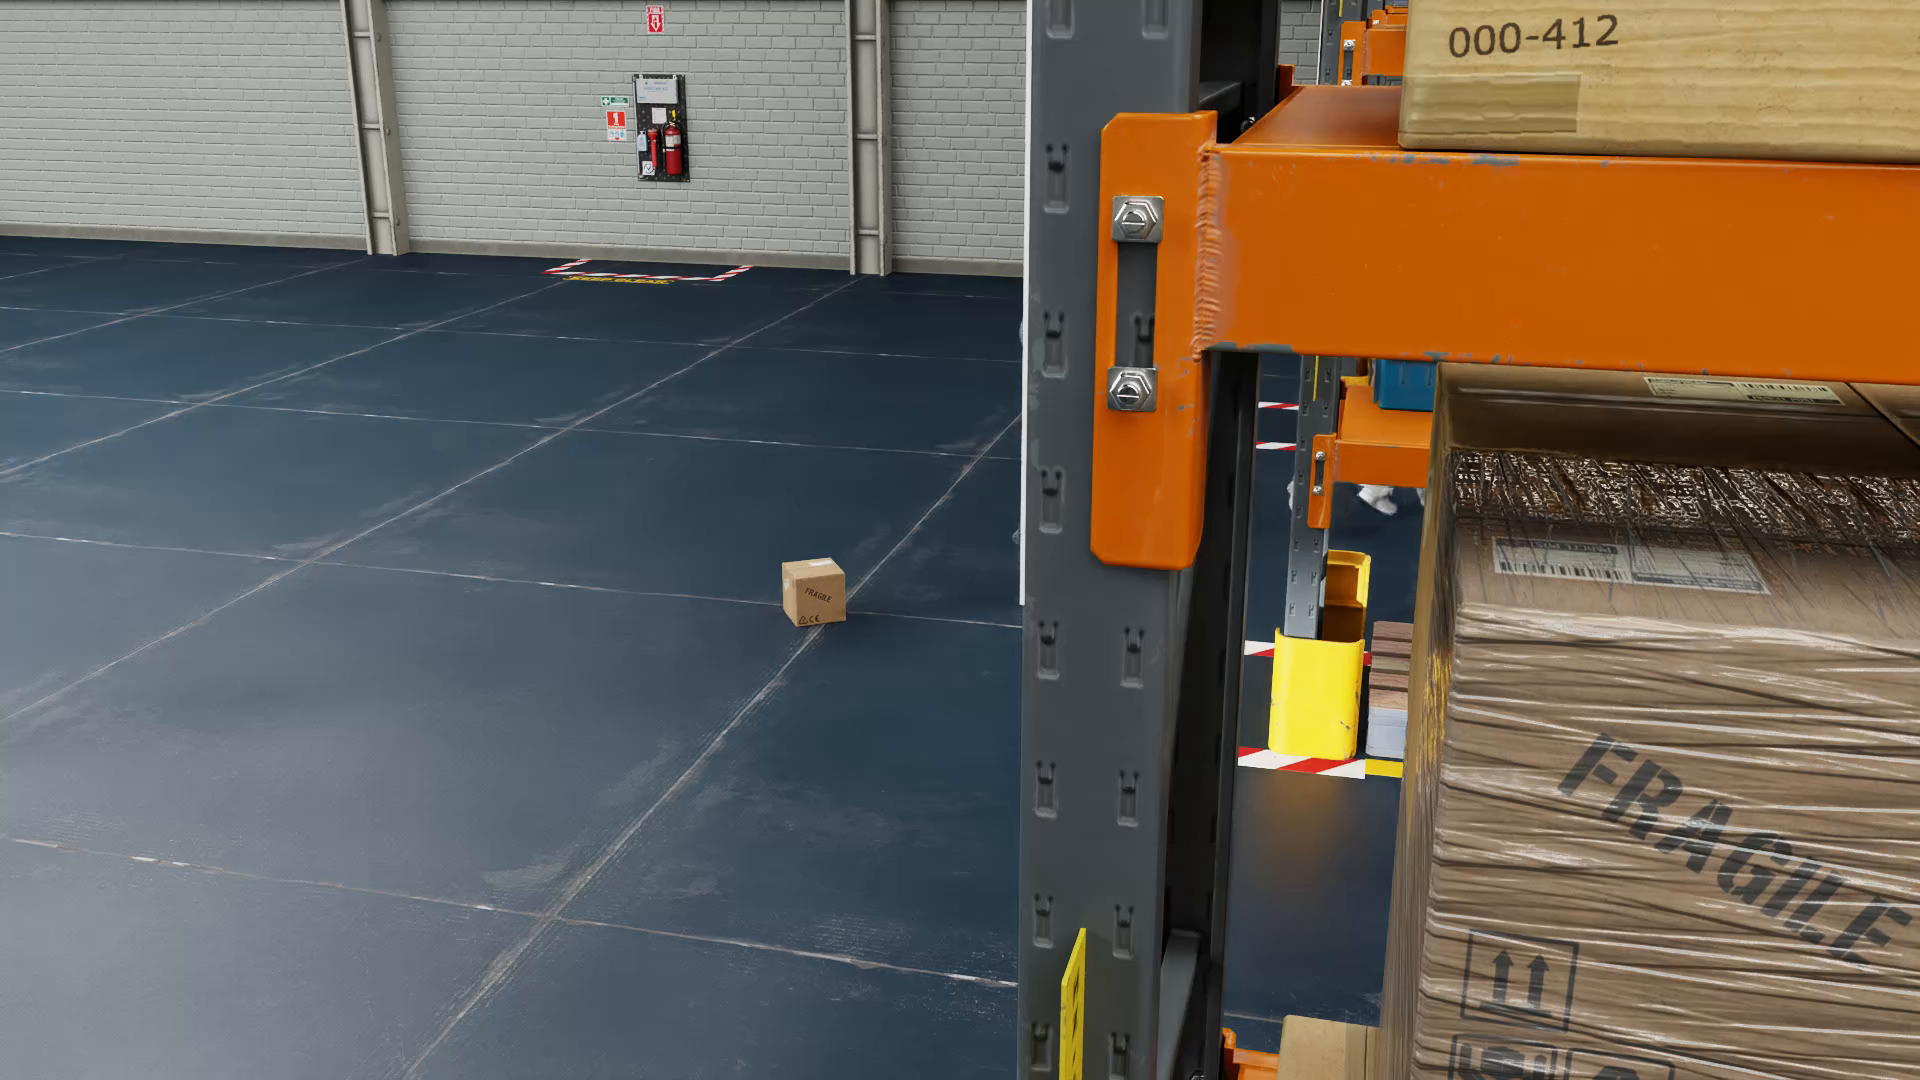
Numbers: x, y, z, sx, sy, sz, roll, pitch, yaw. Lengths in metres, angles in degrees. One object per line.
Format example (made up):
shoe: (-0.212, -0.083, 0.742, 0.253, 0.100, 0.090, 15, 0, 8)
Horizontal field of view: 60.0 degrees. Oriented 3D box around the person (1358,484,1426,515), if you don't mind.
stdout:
person: (2.652, -0.971, 9.486, 0.949, 1.739, 0.544, -10, 21, -28)
